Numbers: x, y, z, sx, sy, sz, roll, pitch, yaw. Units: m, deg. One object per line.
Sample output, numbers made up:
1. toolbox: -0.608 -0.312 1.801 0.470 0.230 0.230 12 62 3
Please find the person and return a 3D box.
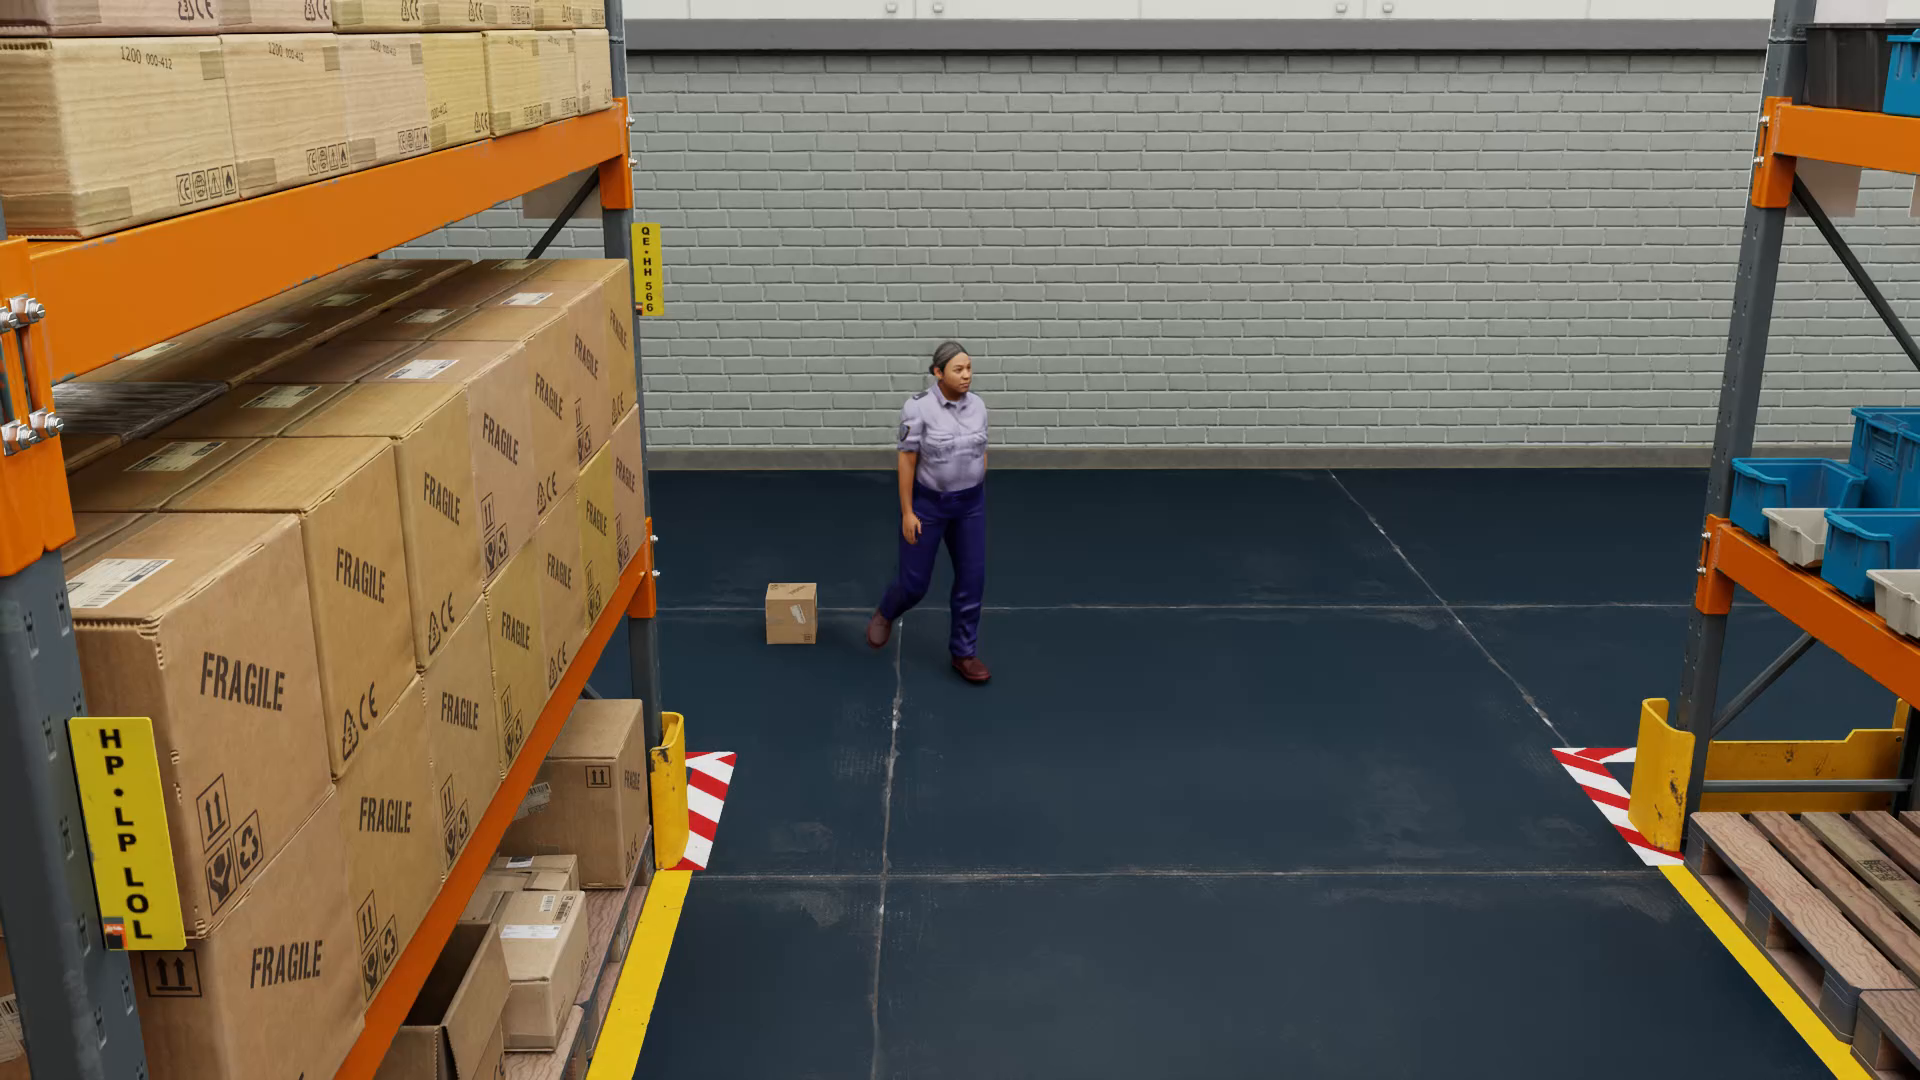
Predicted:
1. person: -0.128 -0.164 8.031 0.522 1.638 0.679 -10 20 -28
